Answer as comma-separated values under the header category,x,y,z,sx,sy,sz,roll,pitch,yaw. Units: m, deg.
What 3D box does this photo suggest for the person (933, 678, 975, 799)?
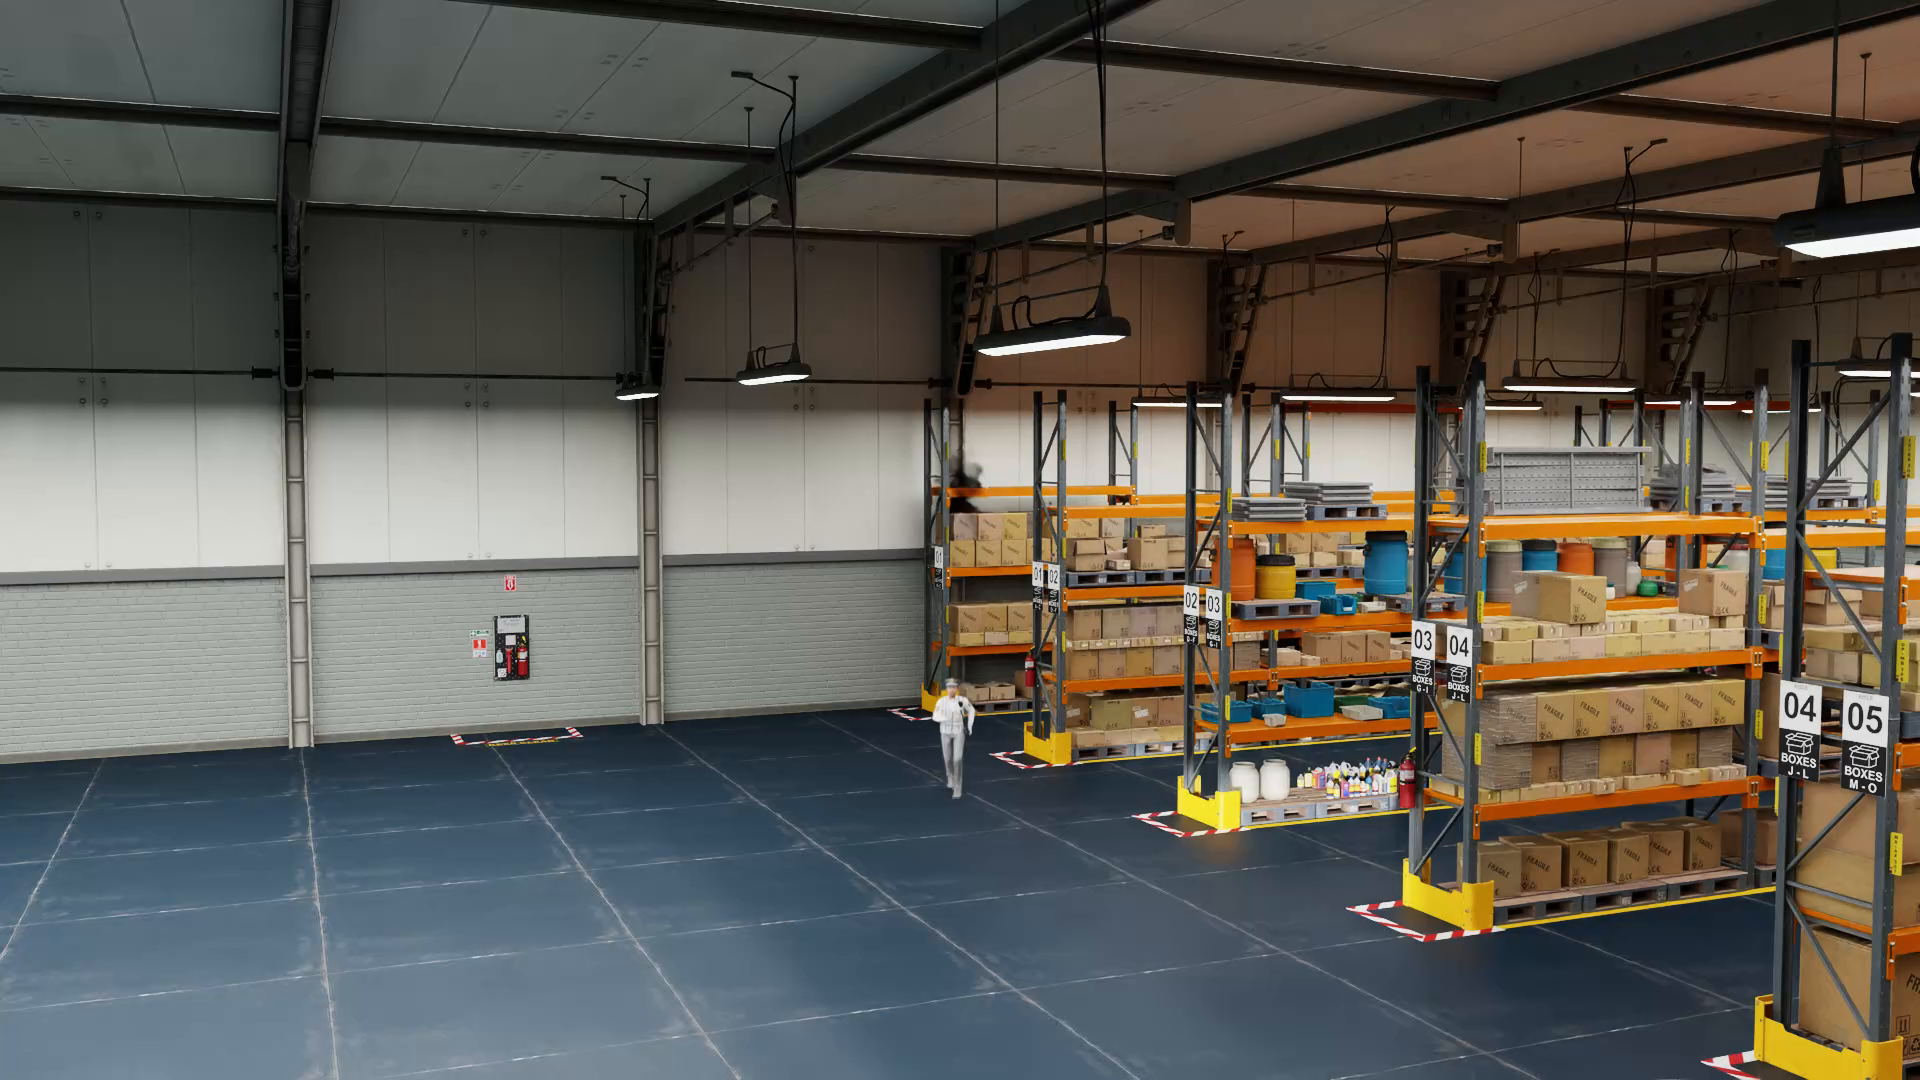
category,x,y,z,sx,sy,sz,roll,pitch,yaw
person,-0.098,2.884,24.385,0.582,1.747,0.760,0,3,7
